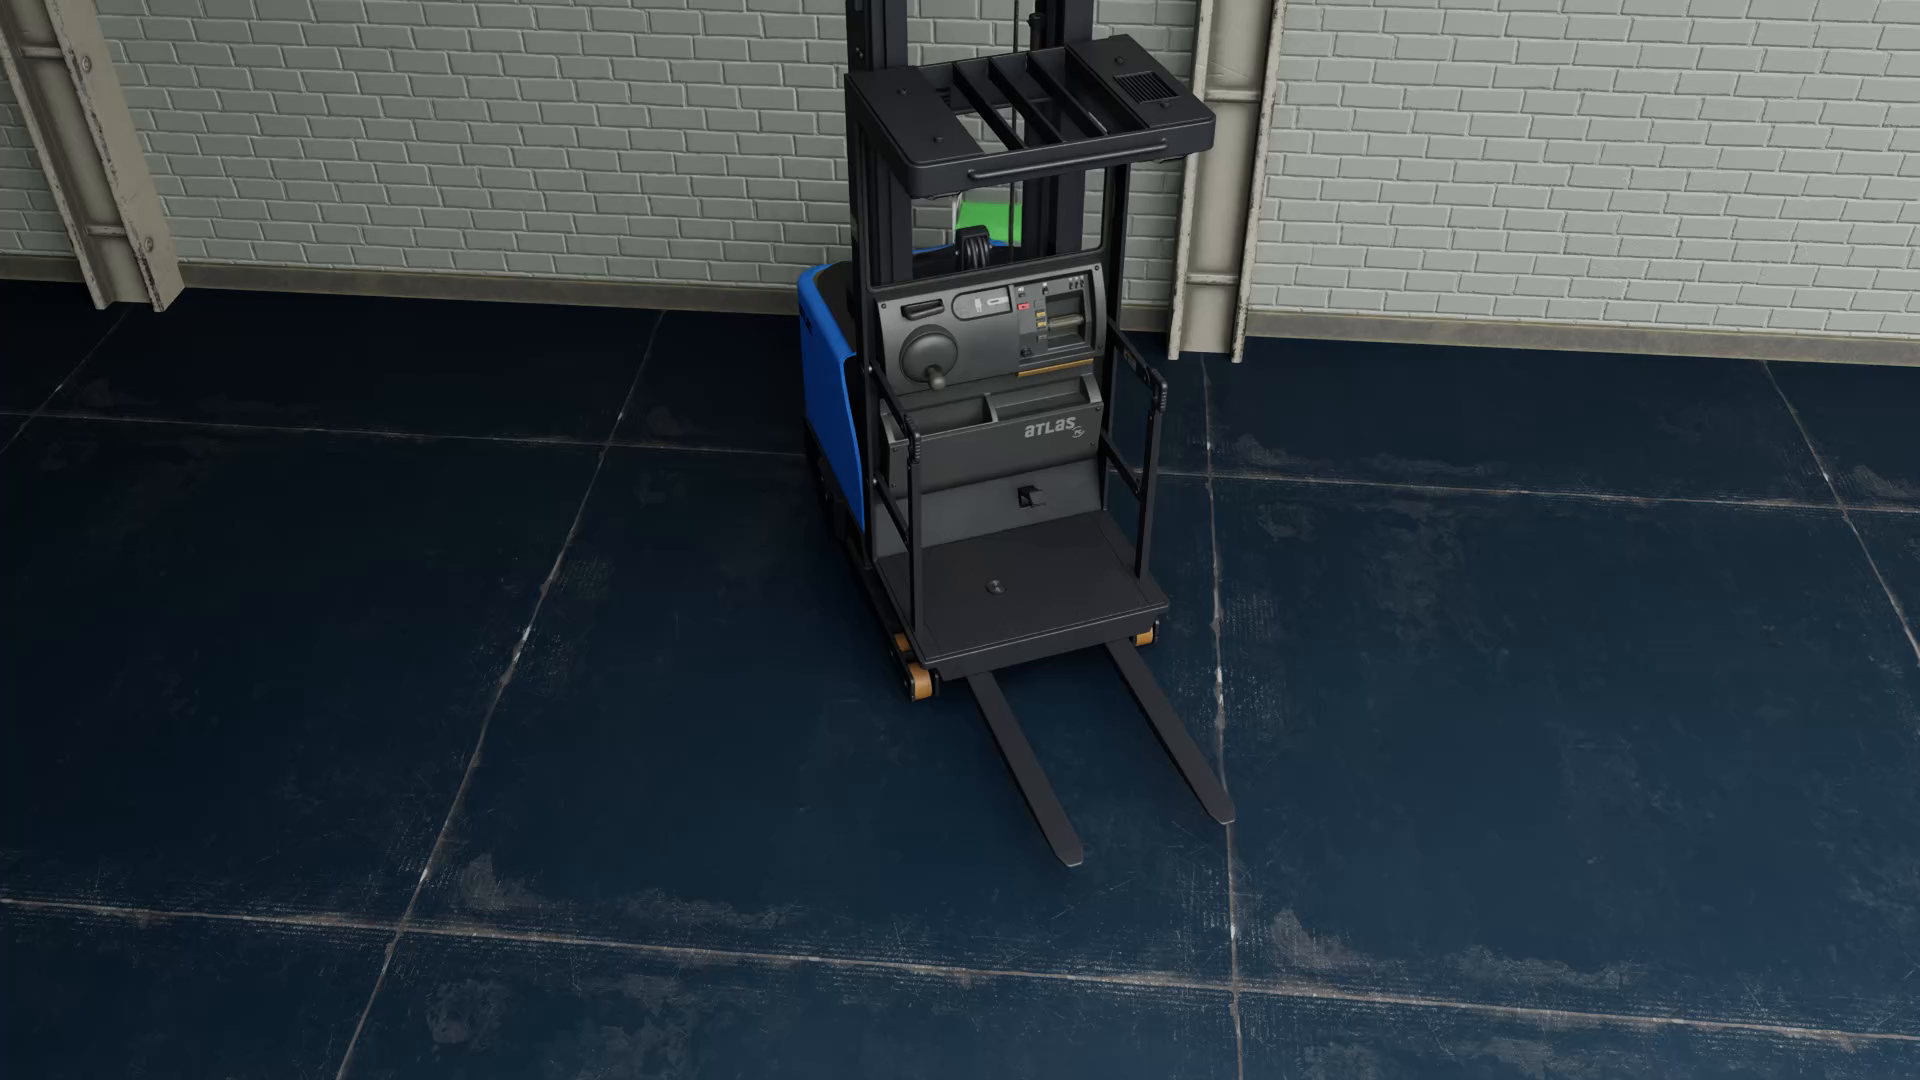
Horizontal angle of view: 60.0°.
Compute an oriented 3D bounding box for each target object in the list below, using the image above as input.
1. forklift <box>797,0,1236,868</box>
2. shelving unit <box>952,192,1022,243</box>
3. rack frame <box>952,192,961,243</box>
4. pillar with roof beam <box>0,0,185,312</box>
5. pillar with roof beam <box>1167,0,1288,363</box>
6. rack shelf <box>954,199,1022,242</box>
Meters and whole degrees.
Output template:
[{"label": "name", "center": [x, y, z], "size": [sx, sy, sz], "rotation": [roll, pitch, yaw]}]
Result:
[{"label": "forklift", "center": [0.205, -0.763, 6.366], "size": [1.130, 2.935, 3.031], "rotation": [-12, 41, -15]}, {"label": "shelving unit", "center": [0.224, -1.174, 8.242], "size": [0.503, 1.200, 0.258], "rotation": [4, 39, 5]}, {"label": "rack frame", "center": [-0.018, -1.192, 8.264], "size": [0.015, 1.200, 0.240], "rotation": [4, 39, 5]}, {"label": "pillar with roof beam", "center": [-5.023, -2.168, 3.285], "size": [0.400, 9.000, 9.100], "rotation": [3, 39, 4]}, {"label": "pillar with roof beam", "center": [0.955, -1.841, 2.884], "size": [0.400, 9.000, 9.100], "rotation": [3, 39, 4]}, {"label": "rack shelf", "center": [0.224, -1.497, 7.979], "size": [0.480, 0.148, 0.258], "rotation": [4, 39, 5]}]
